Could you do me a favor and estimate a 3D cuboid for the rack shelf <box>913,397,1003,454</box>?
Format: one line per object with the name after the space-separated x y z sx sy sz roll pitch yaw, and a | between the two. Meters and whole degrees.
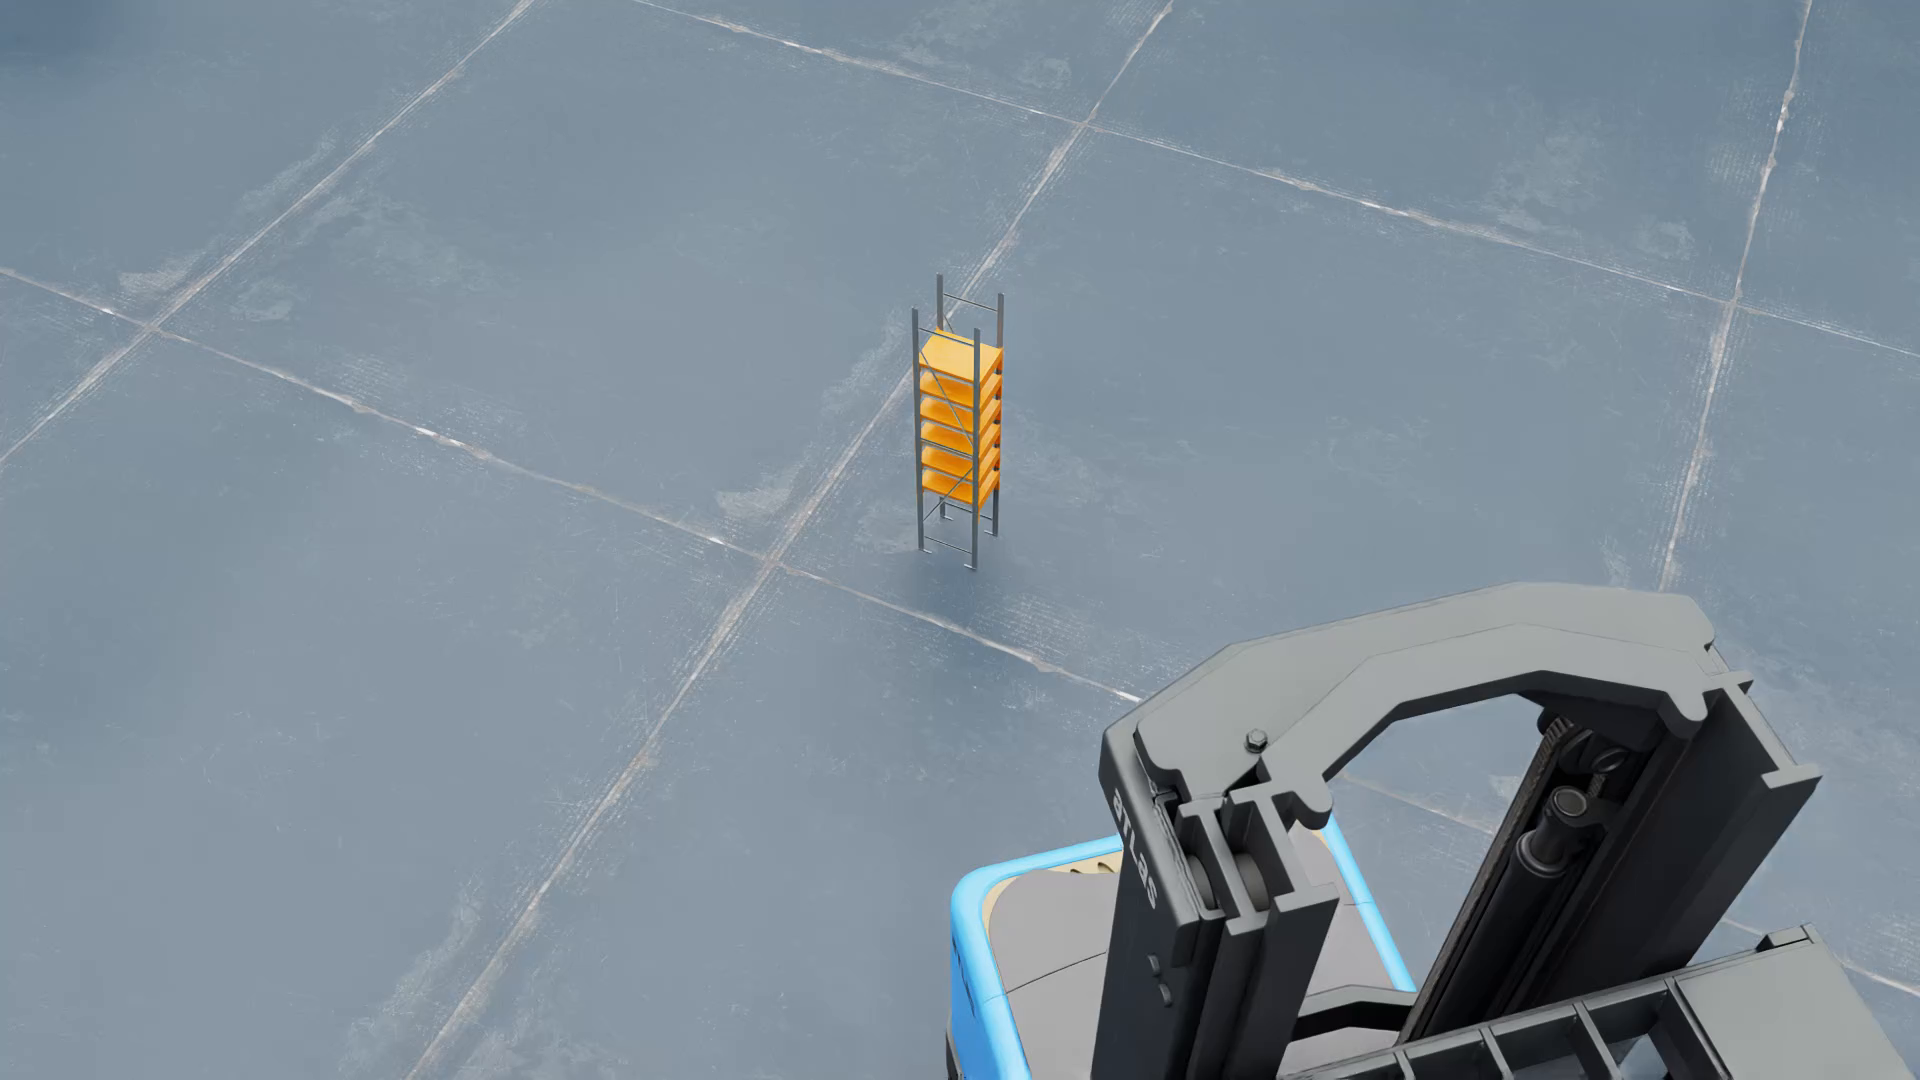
-0.006 -0.428 5.727 0.258 0.103 0.180 20 52 16 | rack shelf

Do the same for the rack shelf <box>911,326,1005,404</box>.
-0.006 -0.583 5.544 0.258 0.103 0.180 20 52 16 | rack shelf

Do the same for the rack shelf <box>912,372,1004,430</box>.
-0.006 -0.506 5.636 0.258 0.103 0.180 20 52 16 | rack shelf

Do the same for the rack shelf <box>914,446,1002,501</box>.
-0.006 -0.272 5.910 0.258 0.103 0.180 20 52 16 | rack shelf

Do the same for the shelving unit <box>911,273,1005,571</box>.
-0.006 -0.379 5.785 0.258 1.200 0.189 20 52 16 | shelving unit

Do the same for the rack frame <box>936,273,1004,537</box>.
0.033 -0.442 5.838 0.240 1.200 0.006 20 52 16 | rack frame

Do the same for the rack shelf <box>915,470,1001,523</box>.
-0.006 -0.195 6.001 0.258 0.103 0.180 20 52 16 | rack shelf

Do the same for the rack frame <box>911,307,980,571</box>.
-0.045 -0.316 5.731 0.240 1.200 0.006 20 52 16 | rack frame

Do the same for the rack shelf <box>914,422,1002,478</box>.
-0.006 -0.350 5.818 0.258 0.103 0.180 20 52 16 | rack shelf

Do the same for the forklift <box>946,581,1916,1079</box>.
0.837 1.571 2.989 1.130 2.935 3.031 -12 51 -10 | forklift
